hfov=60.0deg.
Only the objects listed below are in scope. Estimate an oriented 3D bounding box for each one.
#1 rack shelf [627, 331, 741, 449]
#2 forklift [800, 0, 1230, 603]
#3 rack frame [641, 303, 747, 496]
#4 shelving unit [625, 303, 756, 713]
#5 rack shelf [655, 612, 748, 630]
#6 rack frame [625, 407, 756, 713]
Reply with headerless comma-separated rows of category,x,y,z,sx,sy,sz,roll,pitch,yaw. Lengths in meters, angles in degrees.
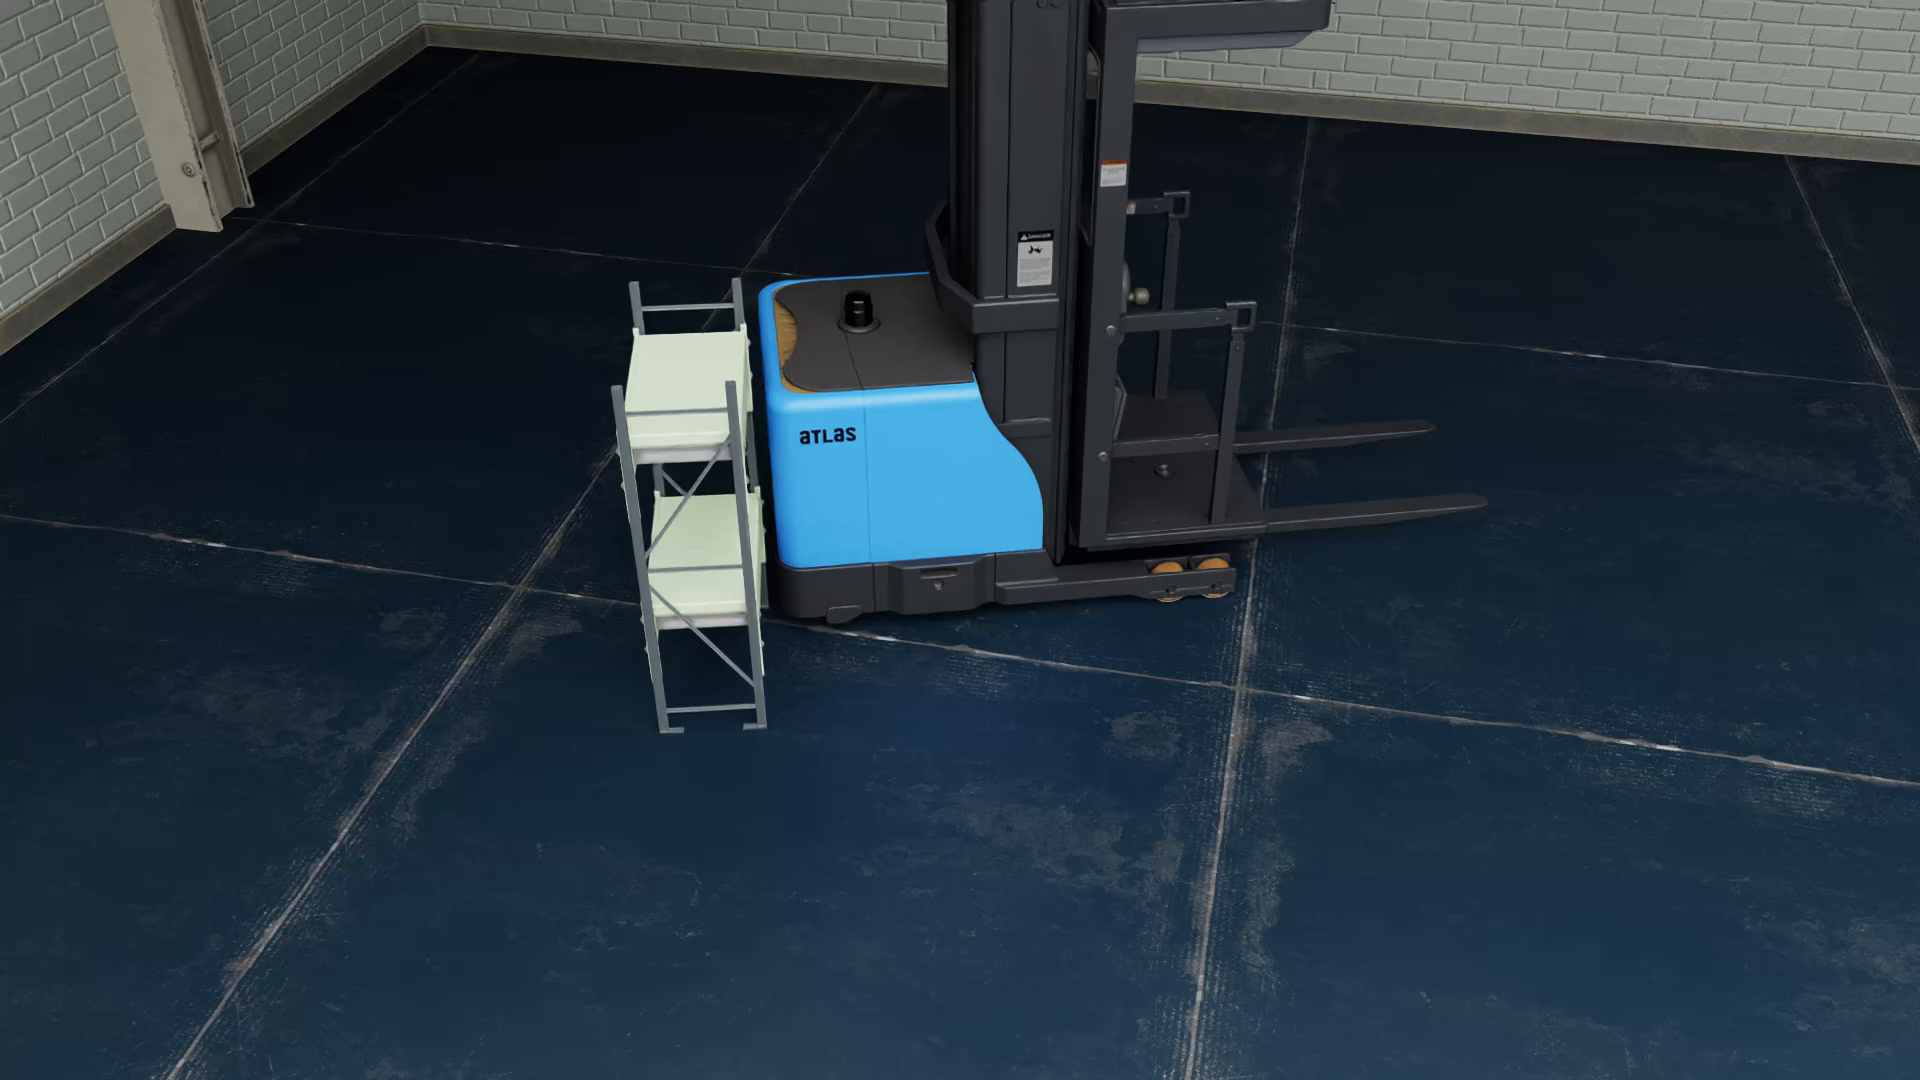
rack shelf,-0.959,-0.534,5.816,0.368,0.052,0.686,-3,36,-4
forklift,0.710,-1.227,6.445,3.031,2.935,1.109,-5,36,-6
rack frame,-0.990,-0.324,6.419,0.380,1.308,0.010,-3,36,-4
shelving unit,-0.960,-0.110,6.123,0.380,1.308,0.742,-3,36,-4
rack shelf,-0.959,0.096,6.273,0.332,0.071,0.664,-3,36,-4
rack frame,-0.930,0.104,5.828,0.380,1.308,0.010,-3,36,-4
